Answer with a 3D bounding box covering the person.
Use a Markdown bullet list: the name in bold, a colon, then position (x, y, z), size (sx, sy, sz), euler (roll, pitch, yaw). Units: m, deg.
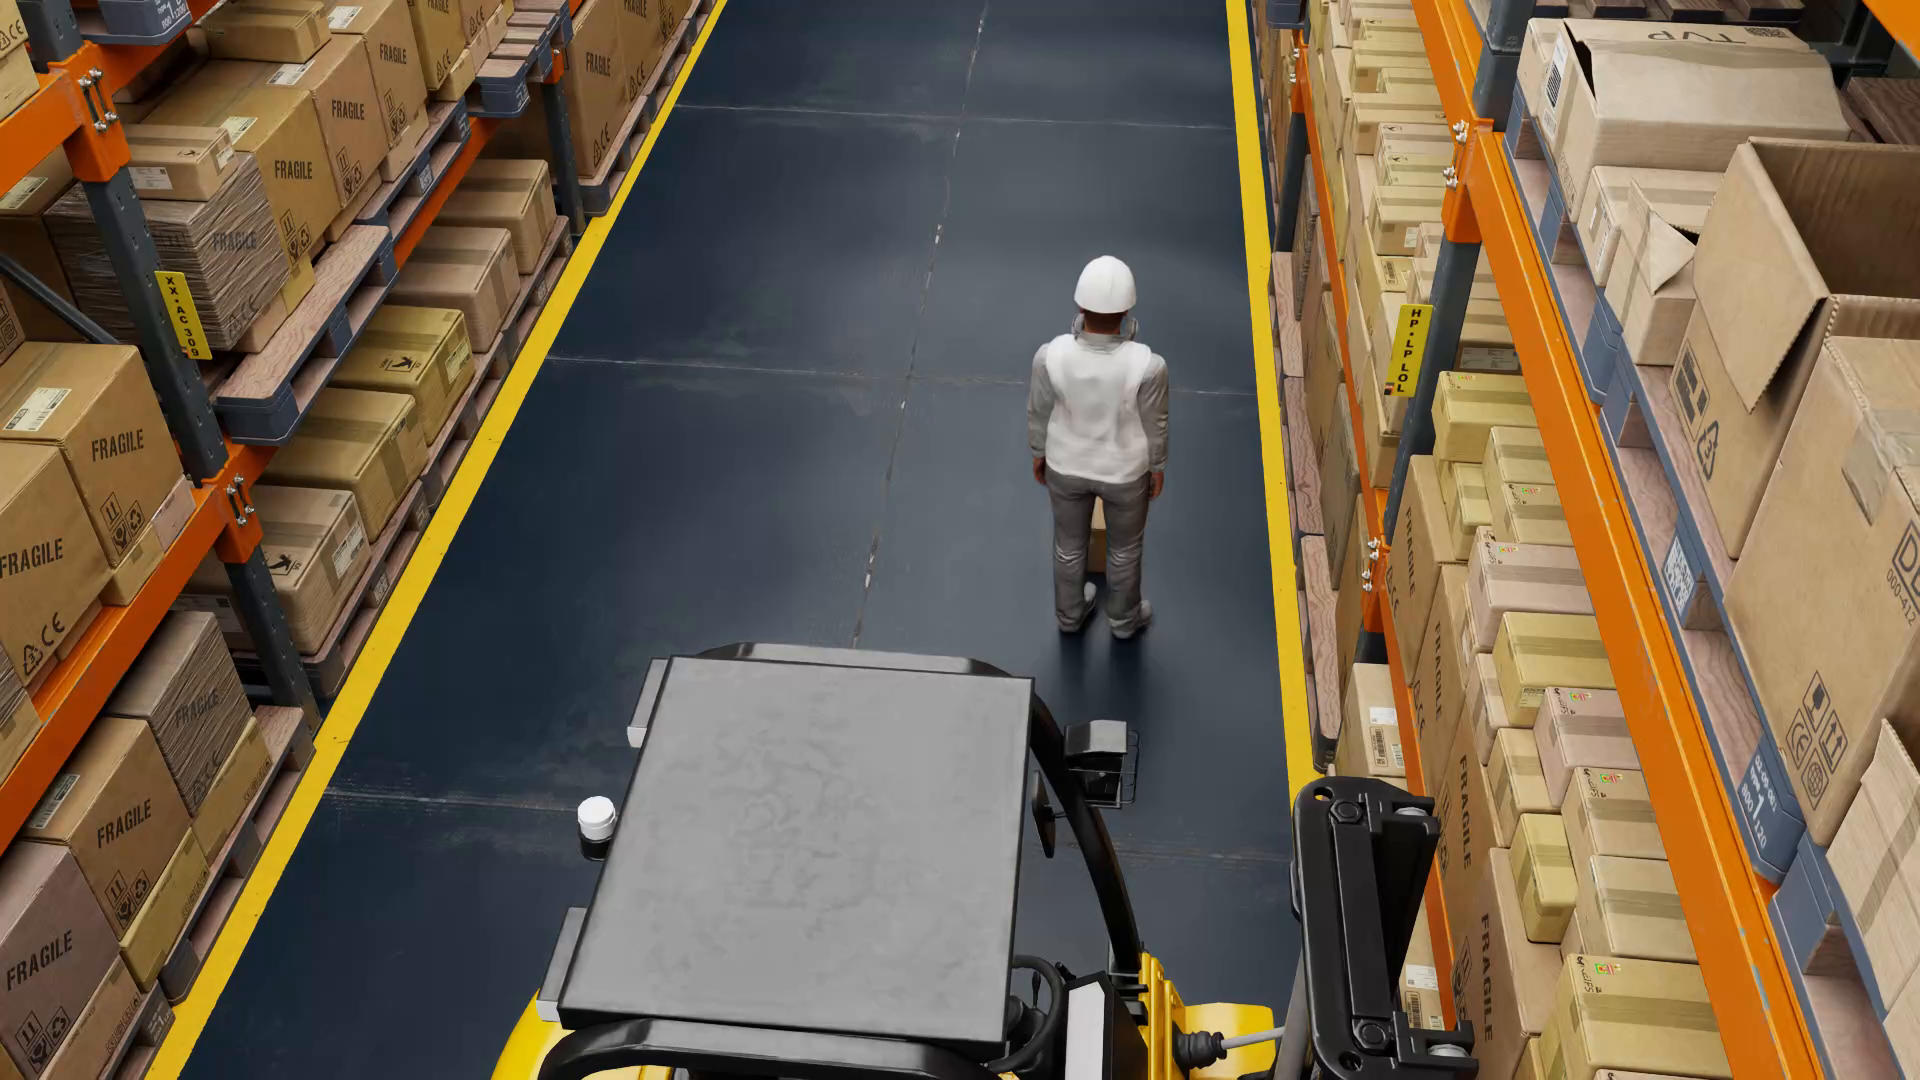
- **person**: position (0.541, -0.318, 6.519), size (0.548, 1.808, 0.413), euler (9, 41, 11)
